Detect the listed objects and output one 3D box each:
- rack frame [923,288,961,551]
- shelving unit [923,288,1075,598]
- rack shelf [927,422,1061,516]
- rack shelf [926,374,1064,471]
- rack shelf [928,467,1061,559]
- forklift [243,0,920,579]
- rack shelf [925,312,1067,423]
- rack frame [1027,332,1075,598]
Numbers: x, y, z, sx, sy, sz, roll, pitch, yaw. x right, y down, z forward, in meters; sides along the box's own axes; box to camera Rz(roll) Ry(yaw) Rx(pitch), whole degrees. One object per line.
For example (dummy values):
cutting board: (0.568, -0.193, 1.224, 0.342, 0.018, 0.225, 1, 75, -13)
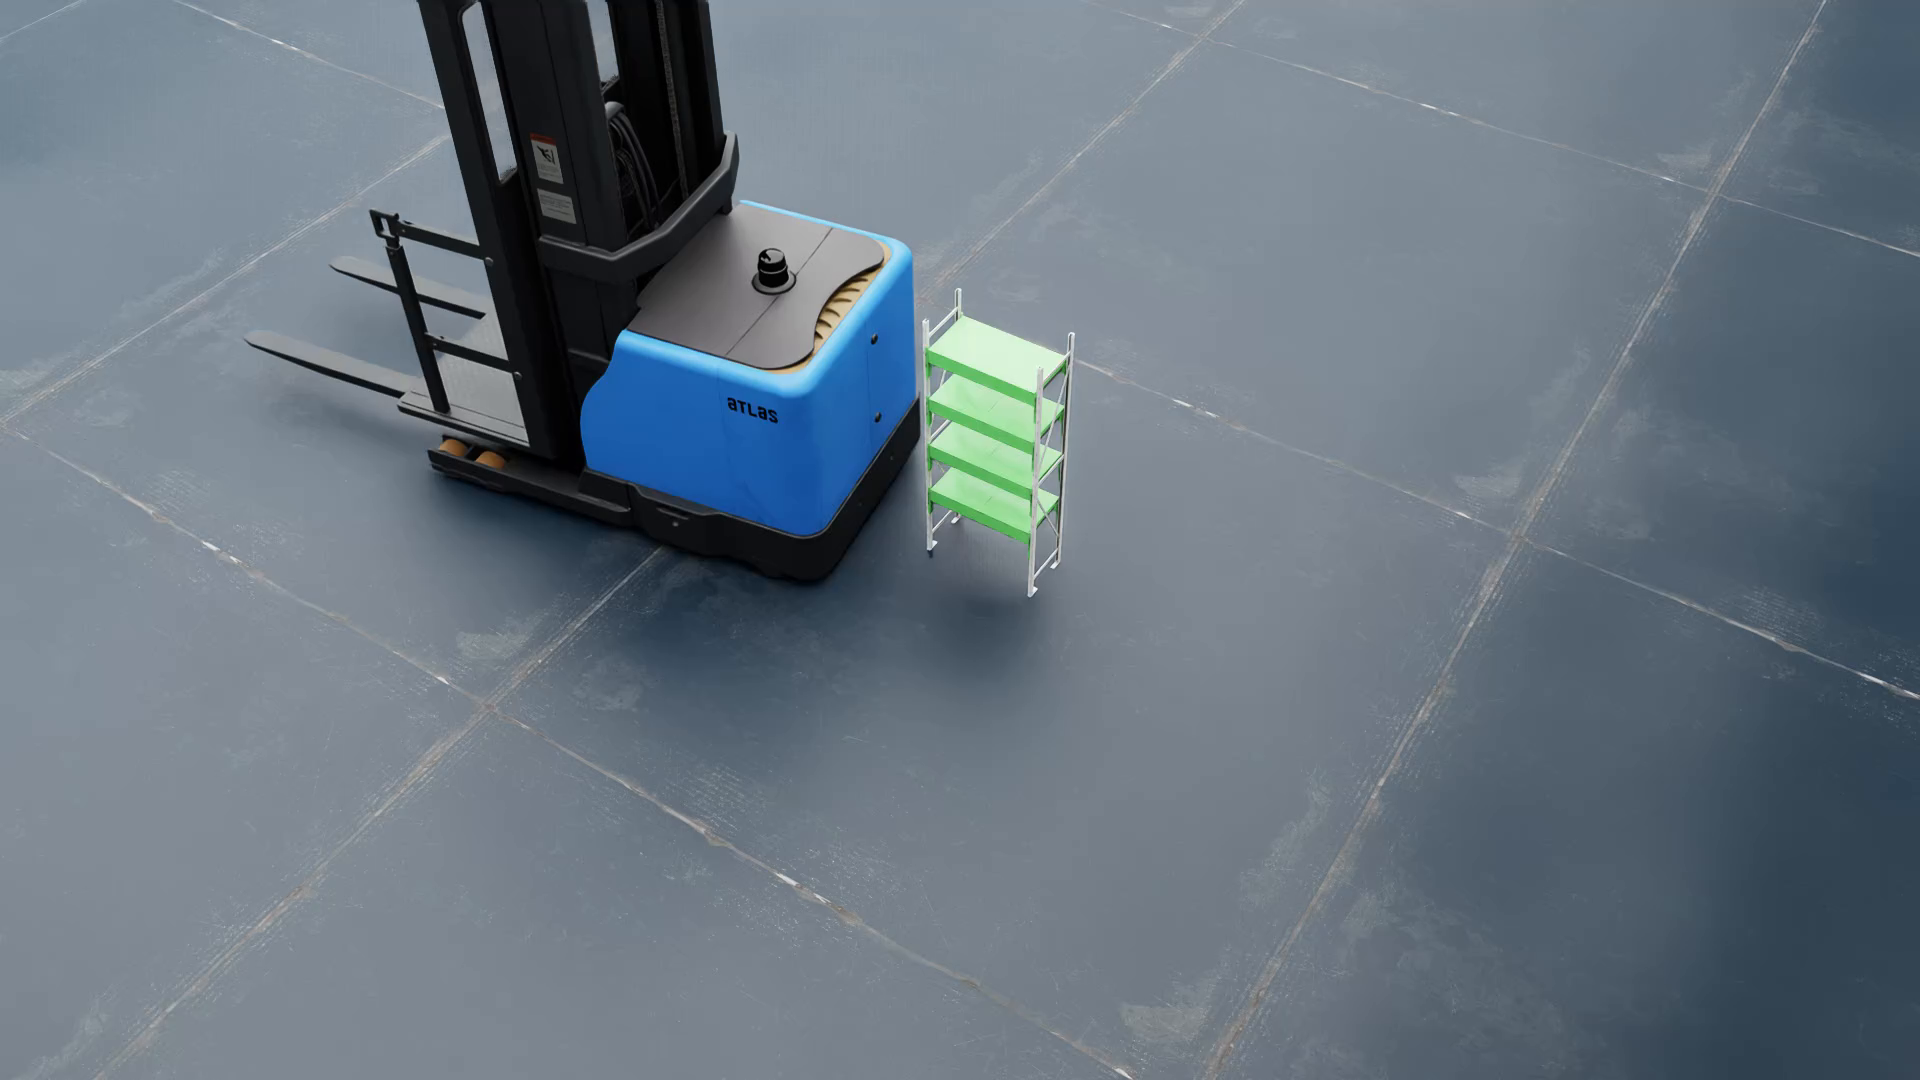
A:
rack frame: (-0.066, -0.449, 6.571, 0.015, 1.200, 0.240, 25, 51, 22)
shelving unit: (0.139, -0.354, 6.479, 0.503, 1.200, 0.258, 25, 51, 22)
rack shelf: (0.139, -0.310, 6.525, 0.480, 0.148, 0.258, 25, 51, 22)
rack shelf: (0.139, -0.477, 6.353, 0.480, 0.148, 0.258, 25, 51, 22)
rack shelf: (0.139, -0.142, 6.697, 0.480, 0.148, 0.258, 25, 51, 22)
forklift: (-1.738, -1.567, 6.450, 3.031, 2.935, 1.130, 17, 48, 16)
rack shelf: (0.139, -0.644, 6.181, 0.480, 0.148, 0.258, 25, 51, 22)
rack frame: (0.345, -0.260, 6.387, 0.015, 1.200, 0.240, 25, 51, 22)
